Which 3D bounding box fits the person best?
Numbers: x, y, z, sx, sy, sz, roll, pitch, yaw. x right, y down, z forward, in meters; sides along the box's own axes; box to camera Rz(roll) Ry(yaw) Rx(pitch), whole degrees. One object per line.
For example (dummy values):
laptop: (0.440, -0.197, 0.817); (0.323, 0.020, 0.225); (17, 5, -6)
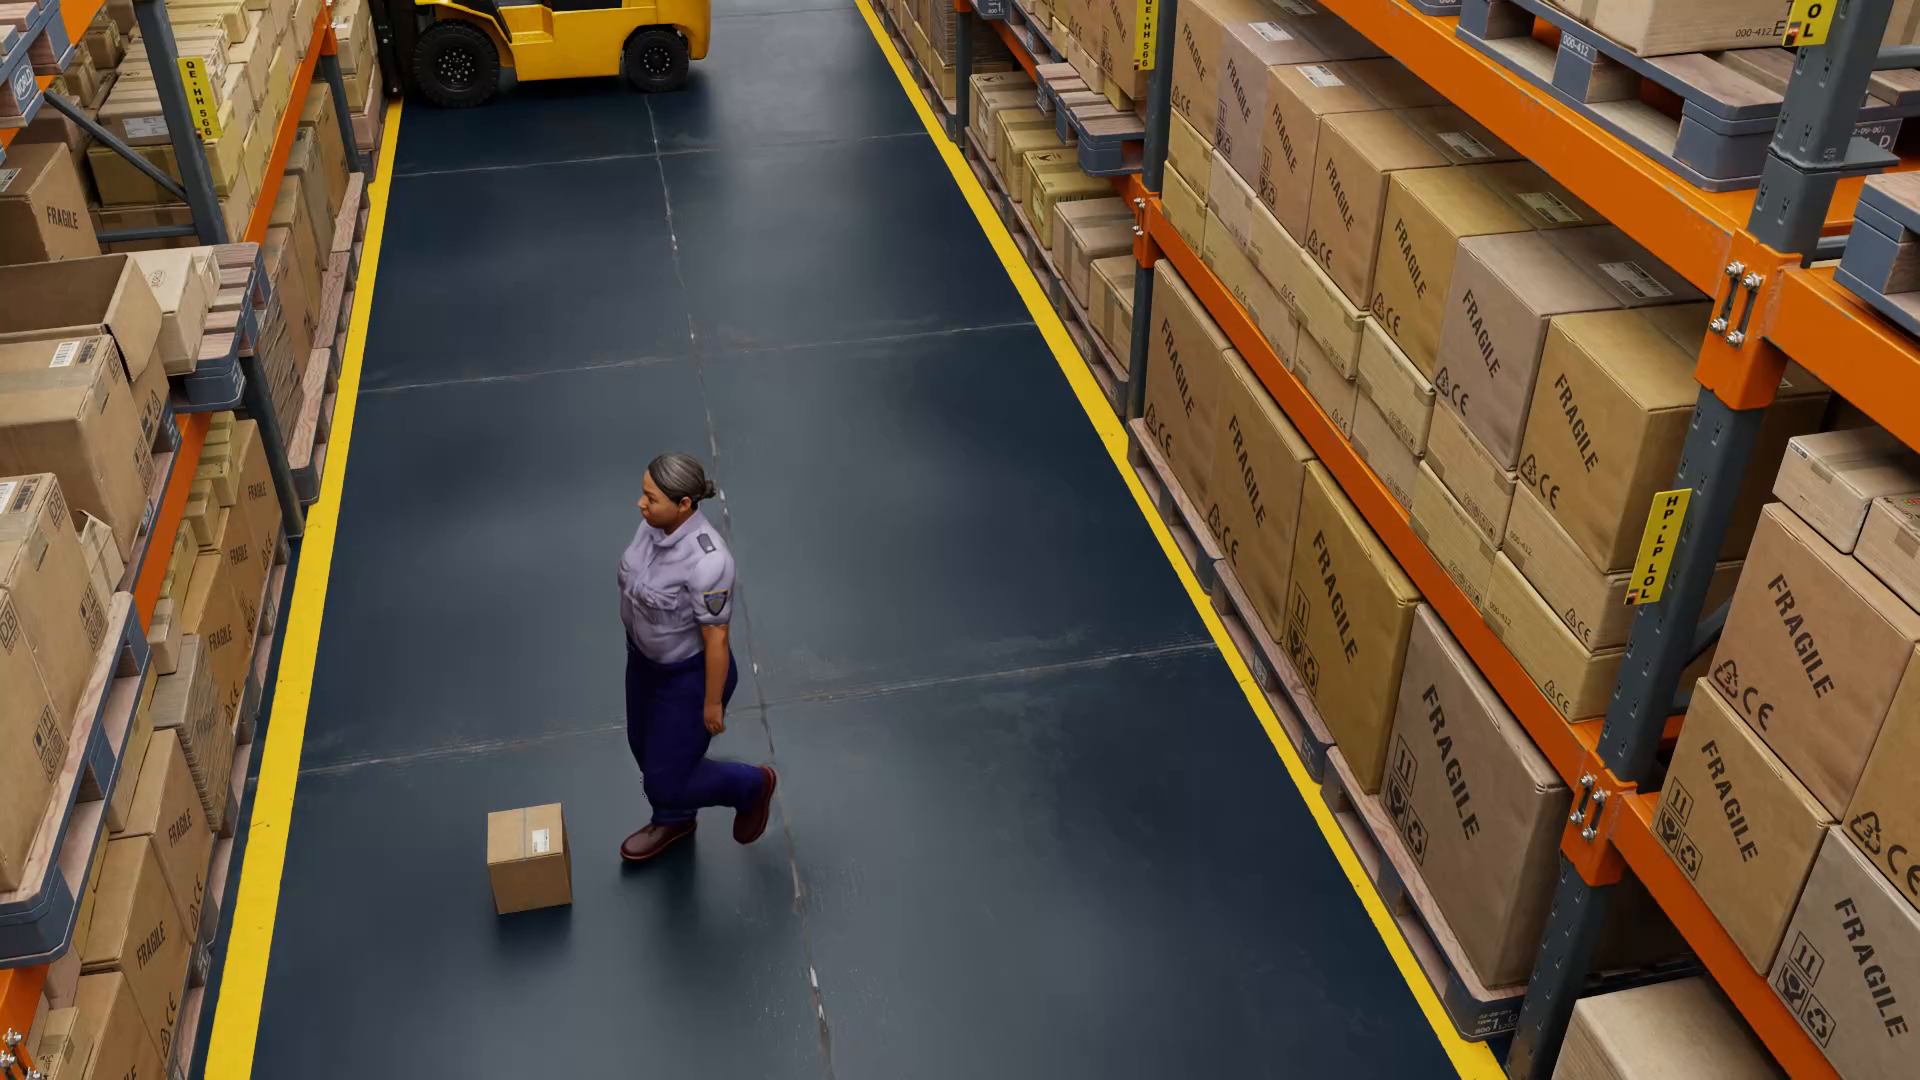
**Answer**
person: (-0.938, 0.424, 5.516); (0.522, 1.635, 0.497); (-22, 40, -28)
